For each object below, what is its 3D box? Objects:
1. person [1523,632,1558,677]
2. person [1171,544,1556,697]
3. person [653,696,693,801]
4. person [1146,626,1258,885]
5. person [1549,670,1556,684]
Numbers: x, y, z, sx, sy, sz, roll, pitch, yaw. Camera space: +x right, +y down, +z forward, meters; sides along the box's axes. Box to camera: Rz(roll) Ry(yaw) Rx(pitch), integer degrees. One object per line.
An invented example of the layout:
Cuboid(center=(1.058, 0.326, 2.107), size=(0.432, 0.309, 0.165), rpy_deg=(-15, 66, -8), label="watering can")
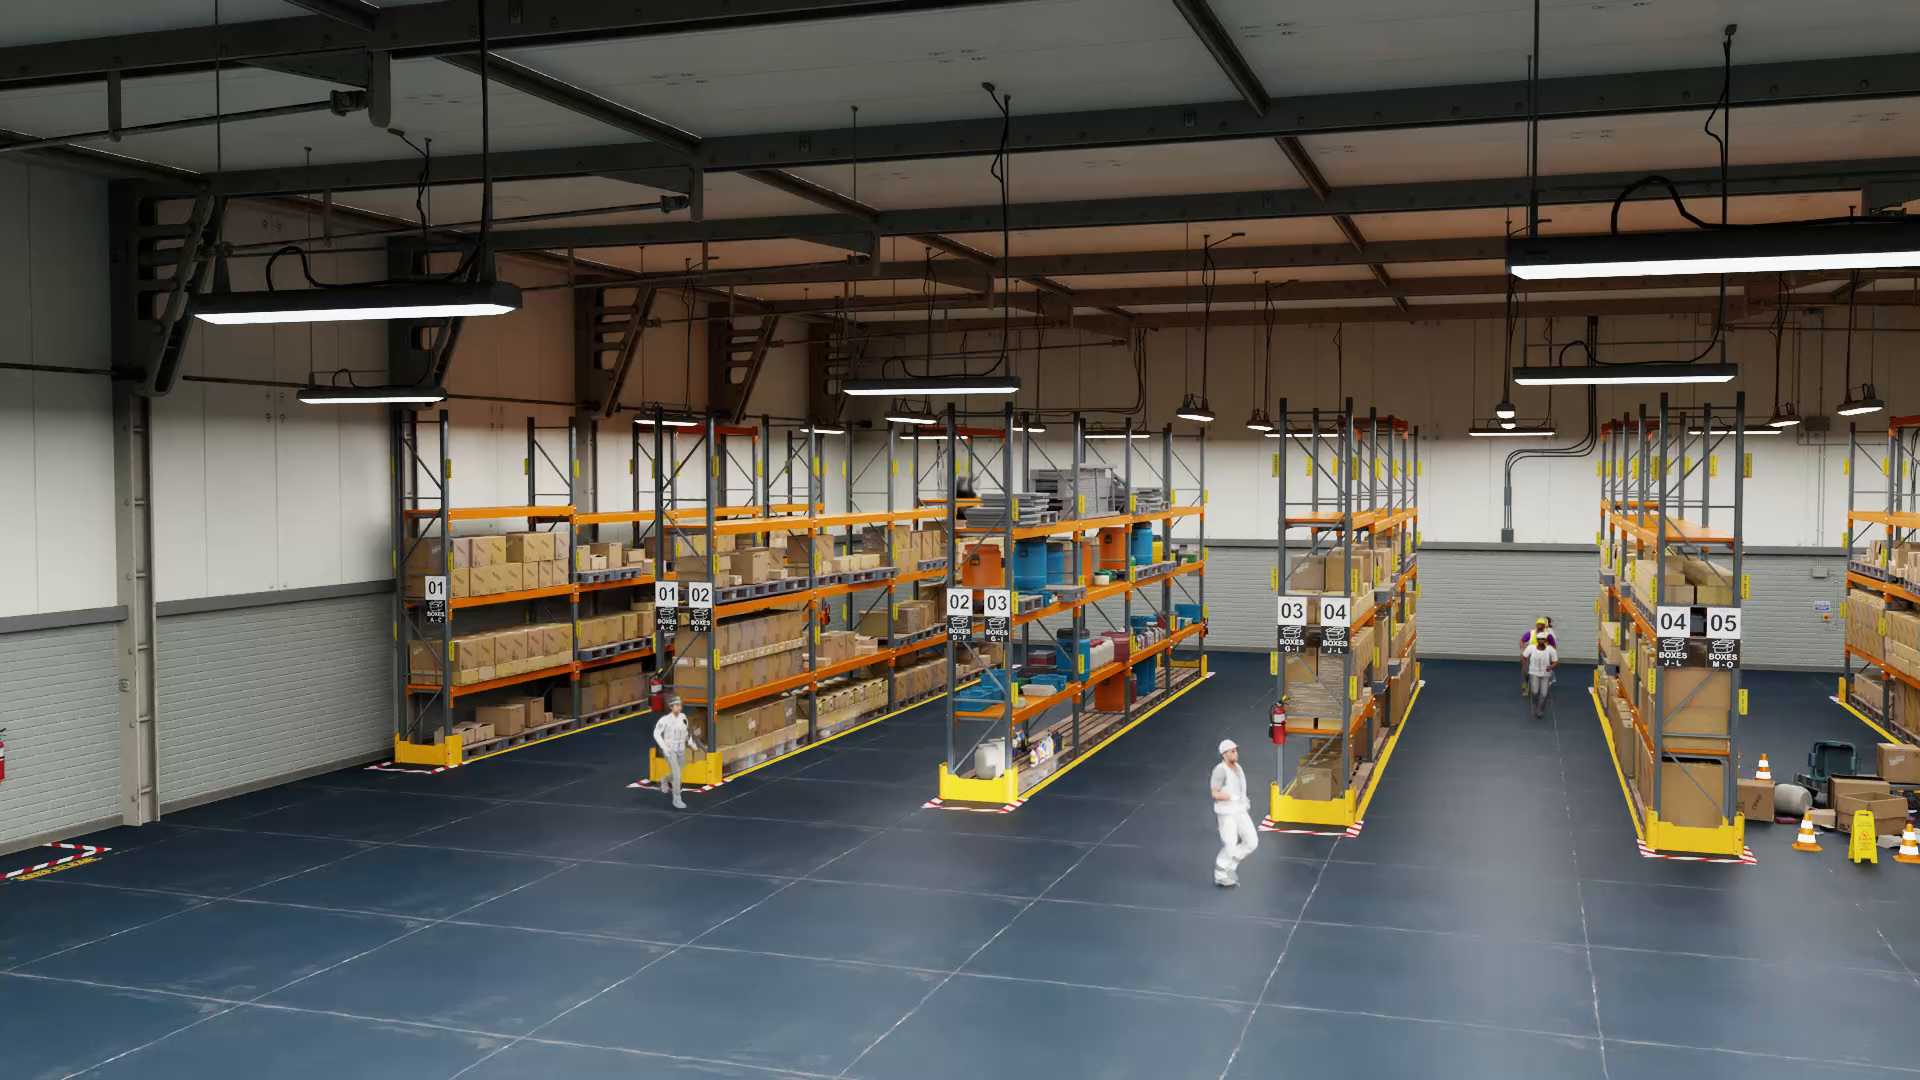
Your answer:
Cuboid(center=(11.627, 2.279, 33.296), size=(0.654, 0.884, 0.428), rpy_deg=(1, 3, 17), label="person")
Cuboid(center=(8.925, 1.768, 38.289), size=(9.052, 3.187, 0.765), rpy_deg=(1, 3, 24), label="person")
Cuboid(center=(-4.297, 3.084, 24.728), size=(0.608, 1.573, 0.597), rpy_deg=(2, 3, 44), label="person")
Cuboid(center=(3.630, 2.930, 27.538), size=(11.396, 1.750, 11.755), rpy_deg=(-2, 3, -41), label="person")
Cuboid(center=(13.298, 2.875, 37.914), size=(0.852, 1.035, 0.428), rpy_deg=(-1, 3, -25), label="person")
